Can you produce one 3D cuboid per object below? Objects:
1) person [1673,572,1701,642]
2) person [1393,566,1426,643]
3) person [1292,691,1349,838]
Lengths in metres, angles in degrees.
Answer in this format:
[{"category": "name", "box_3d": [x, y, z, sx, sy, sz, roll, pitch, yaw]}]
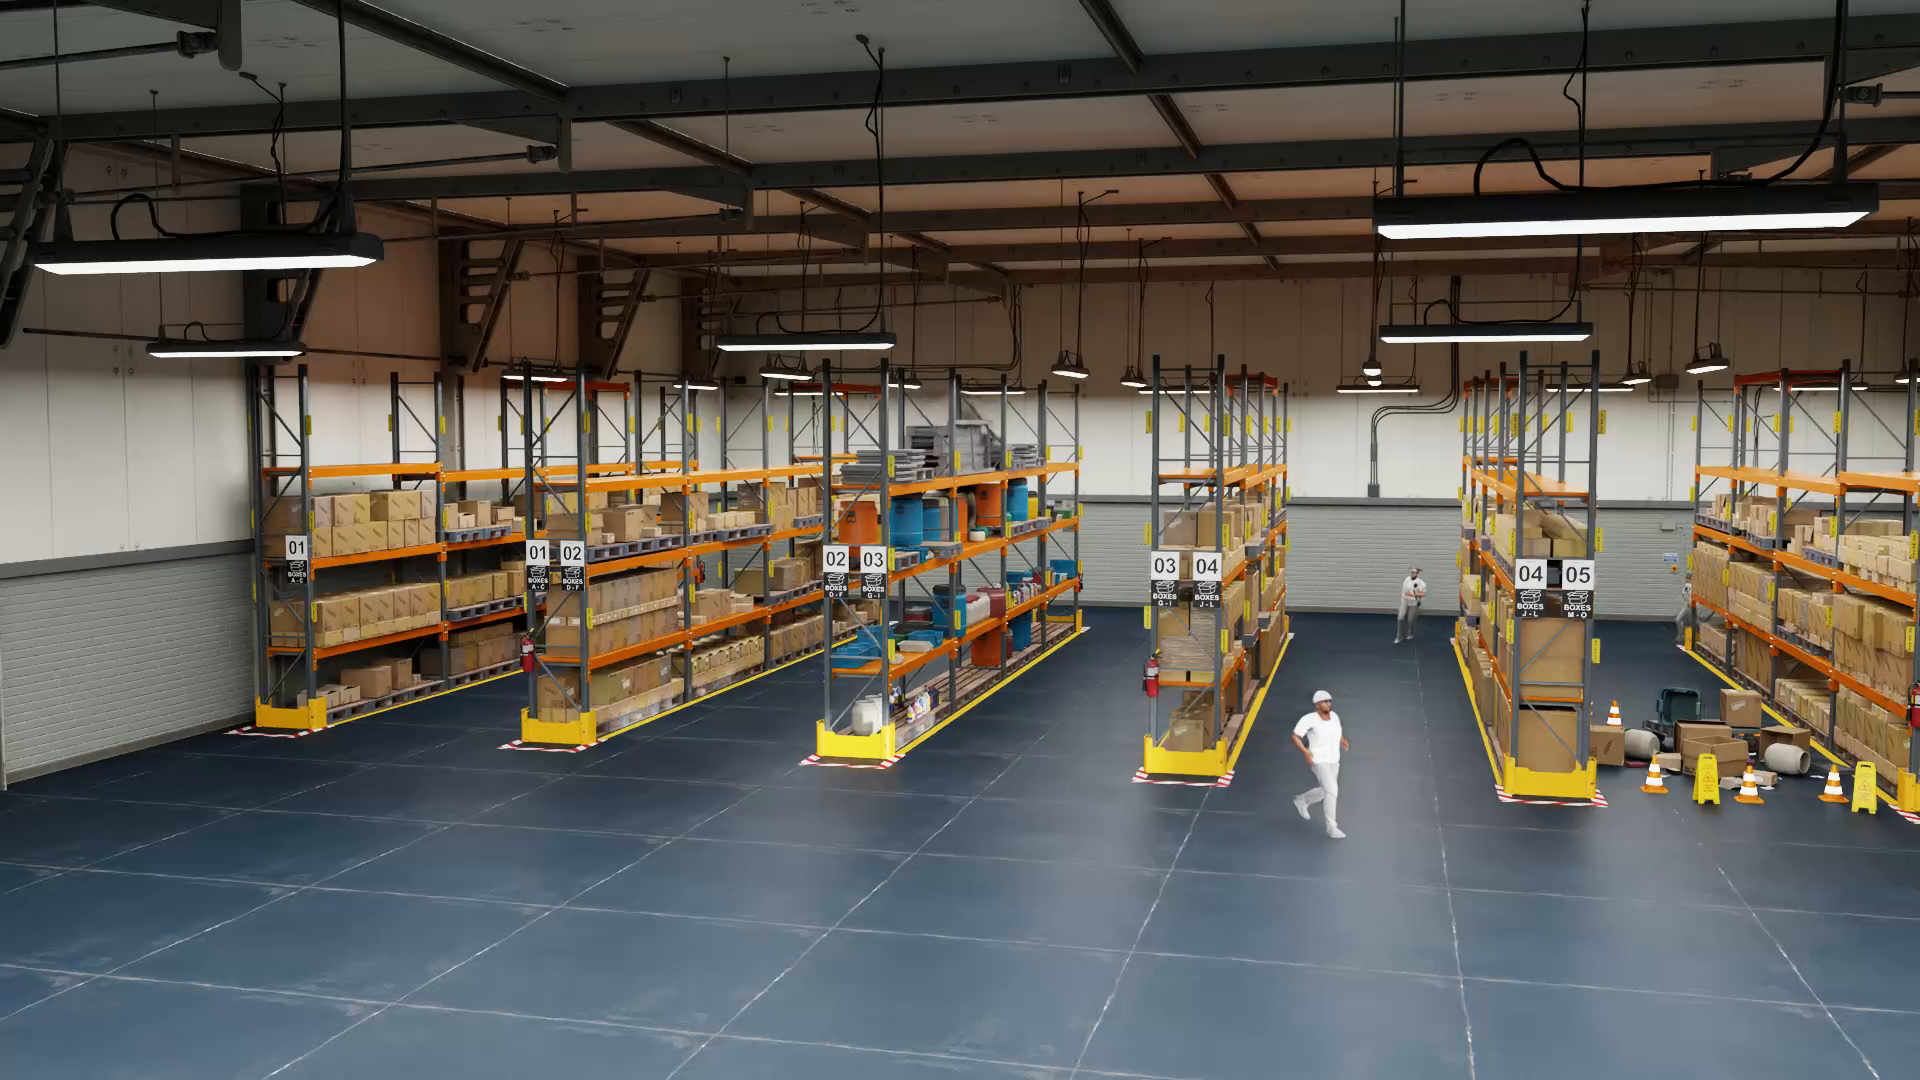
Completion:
[{"category": "person", "box_3d": [16.844, 1.563, 38.242, 0.787, 1.668, 0.696, 2, 4, 25]}, {"category": "person", "box_3d": [10.457, 1.505, 38.351, 0.679, 1.838, 0.762, 3, 5, 38]}, {"category": "person", "box_3d": [4.451, 2.721, 20.465, 0.690, 1.765, 0.844, -3, 5, -34]}]
